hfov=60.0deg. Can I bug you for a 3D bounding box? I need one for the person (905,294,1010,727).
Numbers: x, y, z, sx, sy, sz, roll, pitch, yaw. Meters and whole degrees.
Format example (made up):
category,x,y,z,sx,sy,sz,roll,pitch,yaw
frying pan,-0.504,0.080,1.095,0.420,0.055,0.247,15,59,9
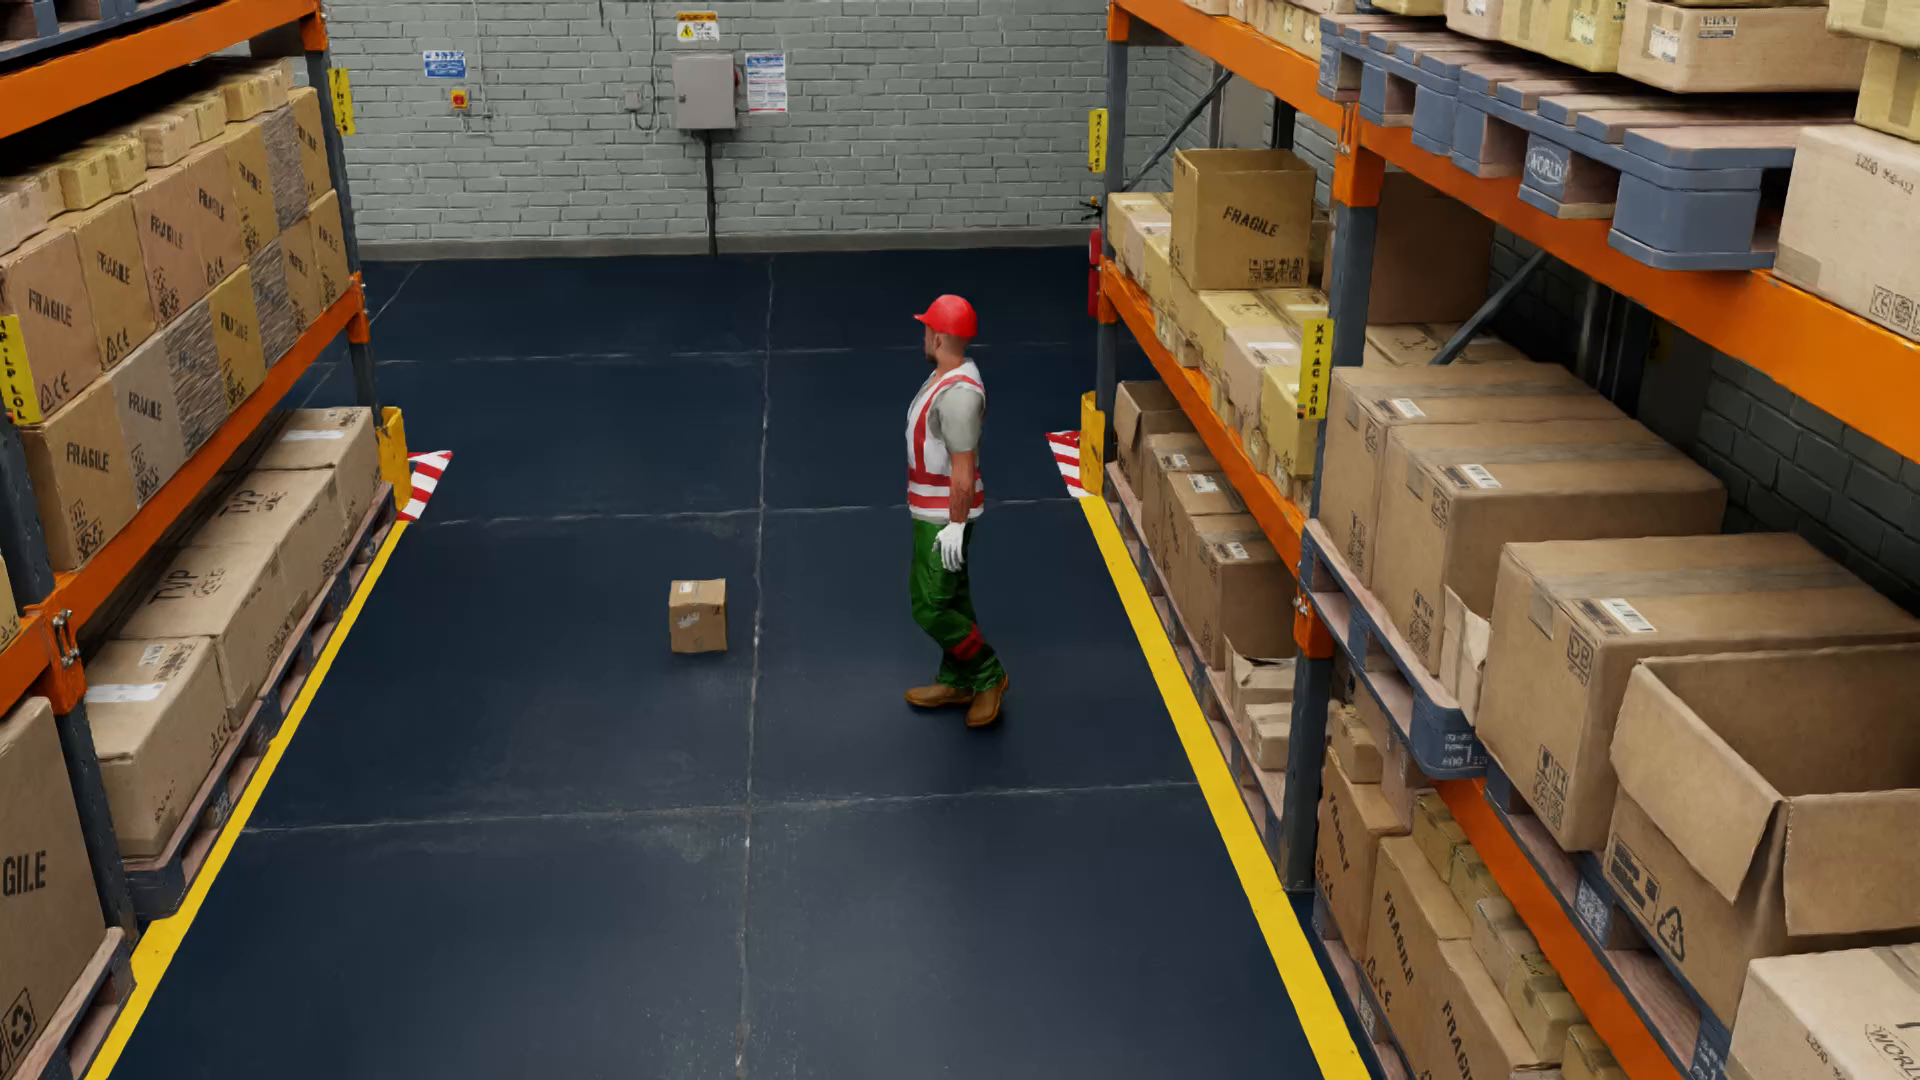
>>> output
category,x,y,z,sx,sy,sz,roll,pitch,yaw
person,-0.015,-0.112,6.790,0.442,1.786,0.578,-2,24,-5
